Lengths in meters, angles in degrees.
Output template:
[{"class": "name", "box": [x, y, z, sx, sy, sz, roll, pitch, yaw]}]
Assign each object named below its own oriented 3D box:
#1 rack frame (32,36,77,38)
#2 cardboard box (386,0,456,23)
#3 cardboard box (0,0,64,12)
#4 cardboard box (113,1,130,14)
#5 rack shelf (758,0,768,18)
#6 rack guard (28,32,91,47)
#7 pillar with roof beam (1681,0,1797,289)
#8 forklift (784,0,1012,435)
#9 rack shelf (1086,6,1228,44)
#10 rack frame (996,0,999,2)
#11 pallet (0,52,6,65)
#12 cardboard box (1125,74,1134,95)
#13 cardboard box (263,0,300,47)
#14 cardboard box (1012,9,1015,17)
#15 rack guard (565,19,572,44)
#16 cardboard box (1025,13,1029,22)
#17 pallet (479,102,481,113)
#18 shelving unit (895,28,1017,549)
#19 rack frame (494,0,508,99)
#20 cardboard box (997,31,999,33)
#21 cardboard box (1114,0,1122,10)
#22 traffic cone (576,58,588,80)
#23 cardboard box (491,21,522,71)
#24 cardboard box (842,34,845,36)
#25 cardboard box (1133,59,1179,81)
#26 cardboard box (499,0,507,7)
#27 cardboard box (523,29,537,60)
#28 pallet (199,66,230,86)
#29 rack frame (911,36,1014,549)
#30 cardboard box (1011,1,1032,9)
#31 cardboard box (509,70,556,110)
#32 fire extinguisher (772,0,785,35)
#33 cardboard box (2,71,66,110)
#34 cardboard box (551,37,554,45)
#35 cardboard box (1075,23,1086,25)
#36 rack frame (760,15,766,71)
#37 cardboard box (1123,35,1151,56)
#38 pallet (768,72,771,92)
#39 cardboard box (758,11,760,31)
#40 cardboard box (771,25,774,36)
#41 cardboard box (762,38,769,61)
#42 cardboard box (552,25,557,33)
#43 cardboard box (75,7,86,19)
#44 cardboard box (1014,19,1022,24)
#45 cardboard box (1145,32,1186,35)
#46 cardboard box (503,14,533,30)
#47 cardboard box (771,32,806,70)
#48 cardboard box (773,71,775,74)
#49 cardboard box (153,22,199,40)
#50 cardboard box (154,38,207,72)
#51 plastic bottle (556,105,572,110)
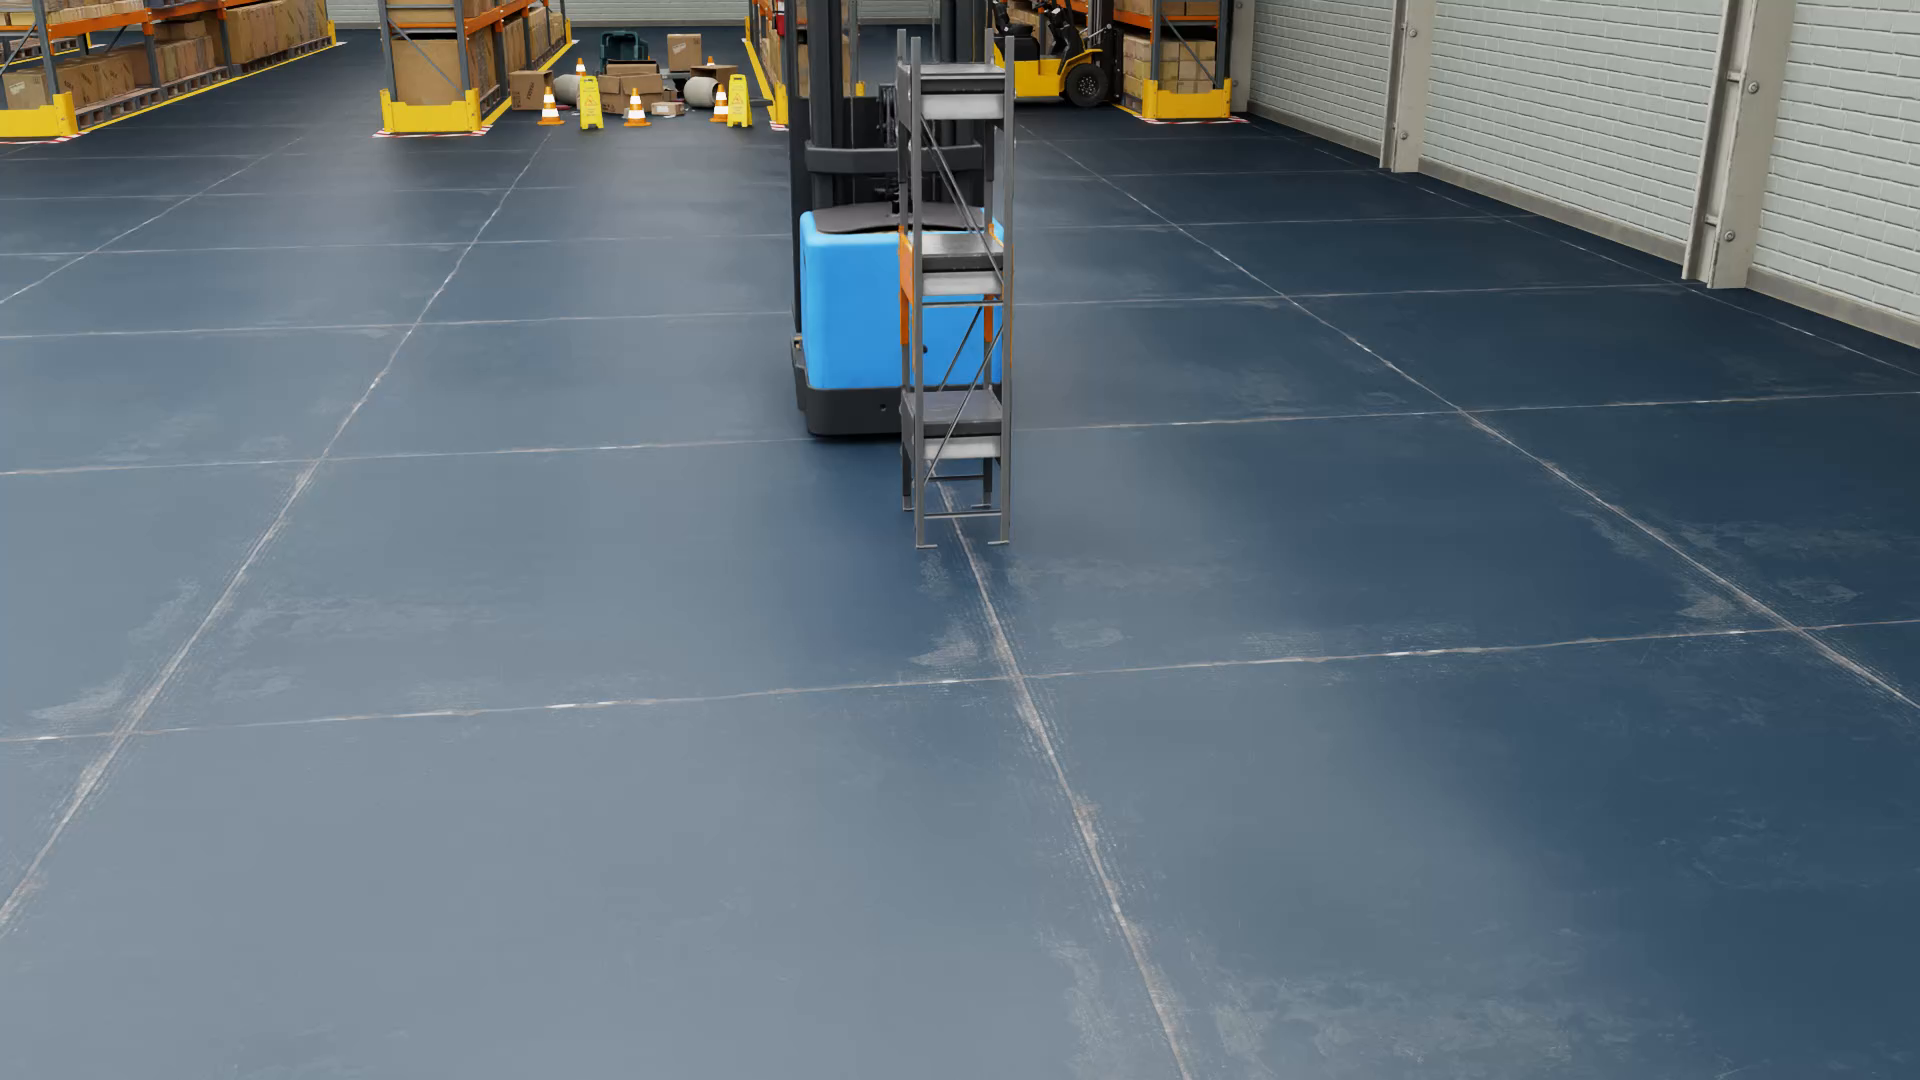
[{"class": "rack frame", "box": [-18.851, -11.720, 34.310, 1.000, 3.000, 0.127, -3, 21, -8]}, {"class": "cardboard box", "box": [-6.819, -6.842, 21.034, 0.875, 0.550, 0.550, -3, 21, -8]}, {"class": "cardboard box", "box": [-11.695, -6.809, 20.590, 0.875, 0.500, 0.500, -3, 21, -8]}, {"class": "cardboard box", "box": [-11.748, -7.381, 23.049, 0.380, 0.149, 0.250, -3, 21, -8]}, {"class": "rack shelf", "box": [-2.702, -8.671, 27.172, 1.077, 0.370, 4.000, -3, 21, -8]}, {"class": "rack guard", "box": [-18.867, -10.557, 34.767, 1.175, 0.500, 0.348, -3, 21, -8]}, {"class": "pillar with roof beam", "box": [1.336, -5.907, 10.170, 9.100, 9.000, 0.400, -3, 21, -8]}, {"class": "forklift", "box": [-0.435, -2.381, 9.402, 1.130, 2.935, 3.031, -3, 21, -7]}, {"class": "rack shelf", "box": [2.786, -7.537, 24.138, 1.077, 0.370, 4.000, -3, 21, -8]}, {"class": "rack frame", "box": [0.768, -12.722, 36.990, 1.000, 3.000, 0.127, -3, 21, -8]}, {"class": "pallet", "box": [-18.204, -8.760, 30.369, 1.003, 0.211, 1.213, -3, 21, -8]}, {"class": "cardboard box", "box": [2.632, -6.410, 23.421, 0.500, 0.250, 0.500, -3, 21, -8]}, {"class": "cardboard box", "box": [-13.389, -10.019, 32.191, 0.875, 0.875, 0.875, -3, 21, -8]}, {"class": "cardboard box", "box": [1.250, -10.437, 32.918, 0.380, 0.149, 0.250, -3, 21, -9]}, {"class": "rack guard", "box": [-9.016, -10.988, 35.921, 1.175, 0.500, 0.348, -3, 21, -8]}, {"class": "cardboard box", "box": [1.436, -9.900, 31.481, 0.380, 0.149, 0.250, -4, 21, -10]}, {"class": "pallet", "box": [-6.913, -5.612, 21.941, 1.003, 0.211, 1.213, -3, 21, -8]}, {"class": "shelving unit", "box": [-0.024, -1.041, 7.002, 0.431, 2.100, 0.503, -3, 21, -8]}, {"class": "rack frame", "box": [-7.297, -8.031, 24.430, 1.000, 3.000, 0.127, -3, 21, -8]}, {"class": "cardboard box", "box": [0.974, -10.376, 34.185, 0.380, 0.149, 0.250, -4, 21, -9]}, {"class": "cardboard box", "box": [2.521, -7.917, 23.983, 0.500, 0.500, 0.500, -3, 21, -7]}, {"class": "traffic cone", "box": [-5.996, -7.383, 26.321, 0.336, 0.463, 0.334, -3, 21, -8]}, {"class": "cardboard box", "box": [-7.746, -8.041, 27.072, 1.050, 0.750, 0.750, -3, 21, -7]}, {"class": "cardboard box", "box": [-1.913, -7.031, 24.013, 0.500, 0.500, 0.500, -2, 21, -5]}, {"class": "cardboard box", "box": [2.695, -6.478, 22.887, 0.500, 0.250, 0.500, -3, 21, -8]}, {"class": "cardboard box", "box": [-7.107, -8.273, 24.937, 0.500, 0.500, 0.500, -3, 21, -7]}, {"class": "cardboard box", "box": [-7.723, -8.699, 29.193, 0.500, 0.500, 0.500, -4, 21, -10]}, {"class": "pallet", "box": [-12.685, -7.623, 27.326, 1.003, 0.211, 1.213, -3, 21, -8]}, {"class": "rack frame", "box": [0.011, -0.956, 6.776, 0.400, 2.100, 0.015, -3, 21, -8]}, {"class": "cardboard box", "box": [1.218, -10.581, 32.878, 0.380, 0.149, 0.250, -4, 21, -10]}, {"class": "cardboard box", "box": [-6.058, -6.375, 23.567, 0.500, 0.500, 0.500, 1, 20, 2]}, {"class": "fire extinguisher", "box": [-2.276, -6.831, 21.330, 0.296, 0.674, 0.183, -3, 21, -8]}, {"class": "cardboard box", "box": [-11.717, -5.673, 21.091, 0.500, 0.500, 0.500, 1, 20, 2]}, {"class": "cardboard box", "box": [-8.185, -9.804, 32.653, 0.380, 0.149, 0.250, -4, 21, -10]}, {"class": "cardboard box", "box": [2.100, -8.594, 28.732, 0.875, 0.625, 0.625, -2, 21, -6]}, {"class": "rack frame", "box": [-2.990, -9.700, 28.901, 1.000, 3.000, 0.127, -3, 21, -8]}, {"class": "cardboard box", "box": [2.538, -7.053, 23.715, 0.500, 0.250, 0.500, -3, 21, -7]}, {"class": "pallet", "box": [-2.527, -7.278, 26.402, 1.003, 0.211, 1.213, -3, 21, -8]}, {"class": "cardboard box", "box": [-3.949, -11.243, 36.093, 0.875, 0.438, 0.875, -4, 21, -10]}, {"class": "cardboard box", "box": [-2.519, -7.344, 23.923, 0.380, 0.149, 0.250, -2, 21, -5]}, {"class": "cardboard box", "box": [-2.918, -8.470, 28.762, 0.950, 0.372, 0.625, -4, 21, -11]}, {"class": "cardboard box", "box": [-8.408, -10.389, 33.794, 0.380, 0.149, 0.250, -3, 21, -8]}, {"class": "cardboard box", "box": [-11.635, -6.856, 21.645, 0.380, 0.149, 0.250, -3, 21, -8]}, {"class": "cardboard box", "box": [1.346, -9.827, 32.212, 0.500, 0.500, 0.500, -4, 21, -9]}, {"class": "cardboard box", "box": [2.989, -7.259, 24.266, 0.500, 0.250, 0.500, -3, 21, -9]}, {"class": "cardboard box", "box": [-7.733, -9.044, 29.043, 0.500, 0.250, 0.500, -4, 21, -10]}, {"class": "cardboard box", "box": [-2.507, -7.173, 24.391, 0.500, 0.500, 0.500, -2, 21, -6]}, {"class": "cardboard box", "box": [-2.428, -6.638, 24.032, 0.500, 0.250, 0.500, -3, 21, -8]}, {"class": "cardboard box", "box": [-12.584, -8.173, 26.684, 0.500, 0.250, 0.500, -1, 20, -2]}, {"class": "cardboard box", "box": [-12.587, -7.813, 26.792, 0.700, 0.500, 0.500, -5, 21, -12]}, {"class": "plastic bottle", "box": [-5.629, -6.102, 23.468, 0.283, 0.061, 0.133, -11, 23, -26]}]
